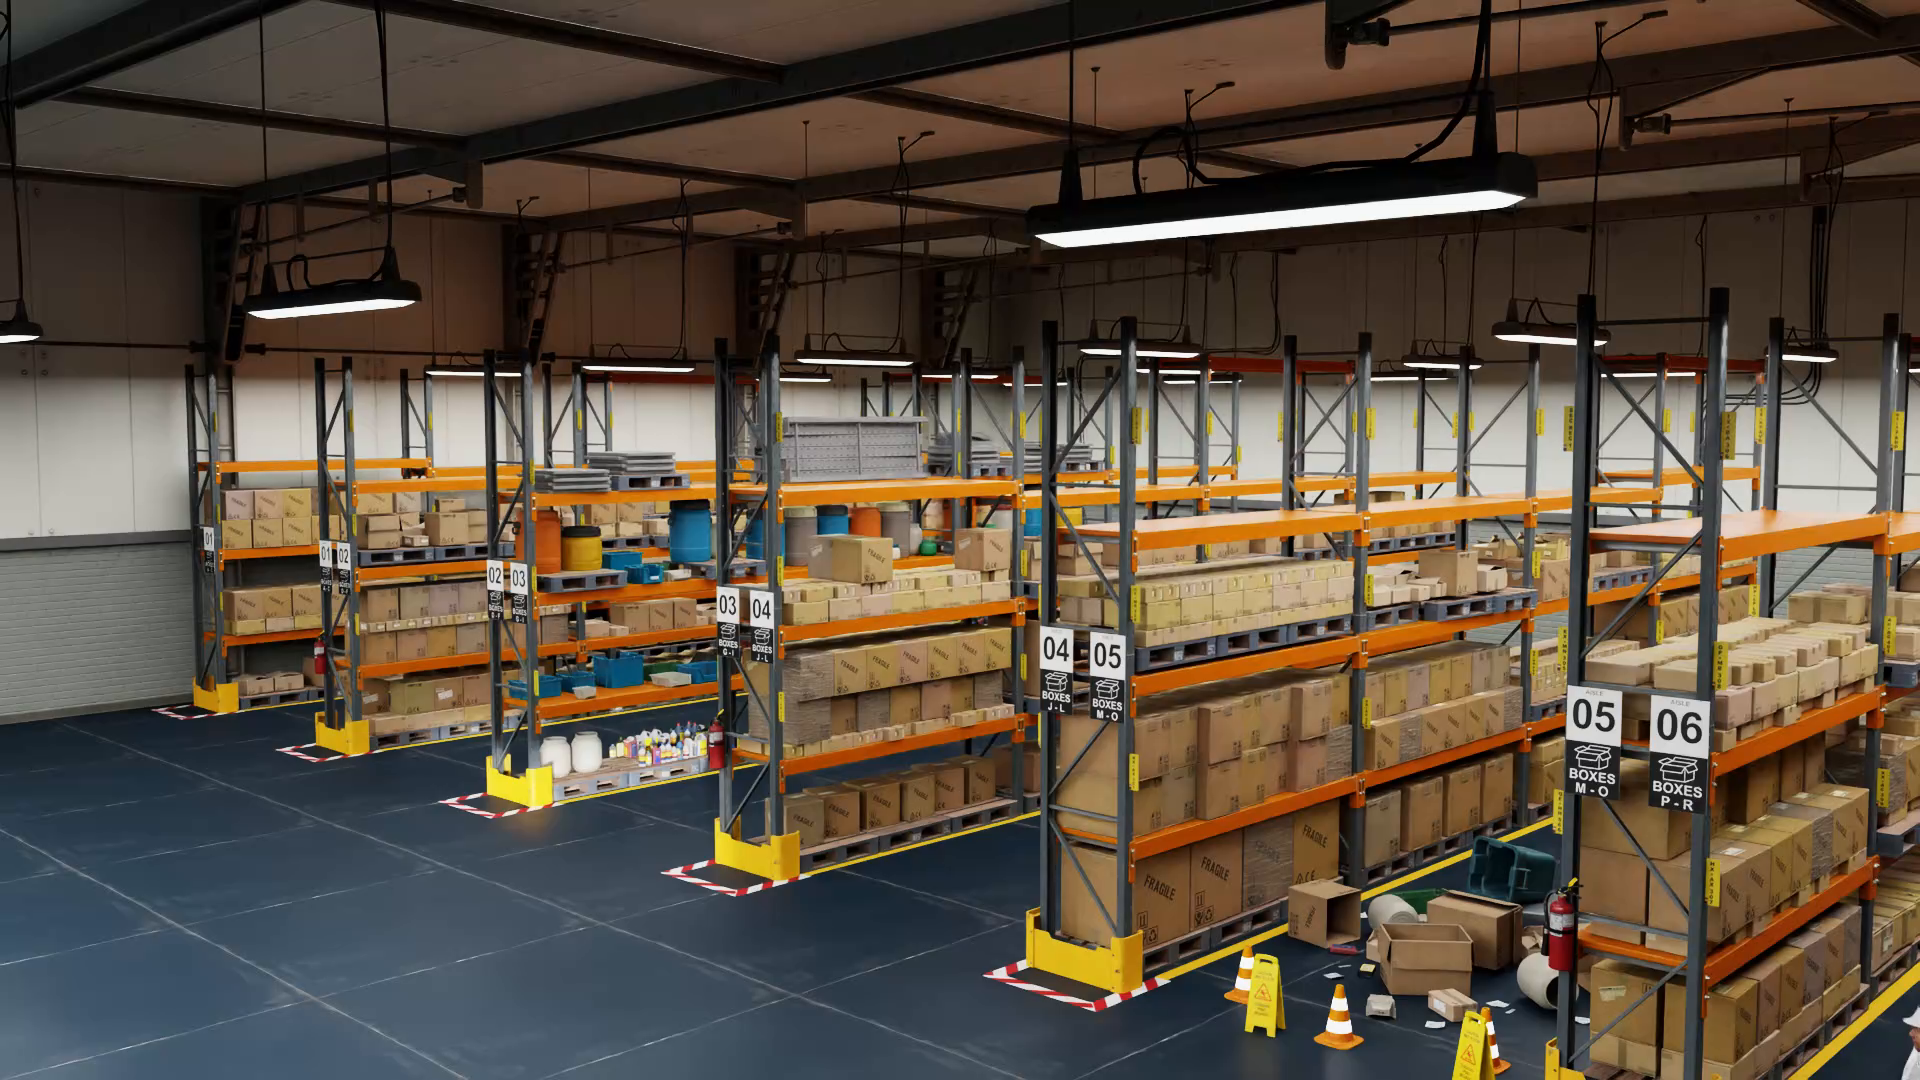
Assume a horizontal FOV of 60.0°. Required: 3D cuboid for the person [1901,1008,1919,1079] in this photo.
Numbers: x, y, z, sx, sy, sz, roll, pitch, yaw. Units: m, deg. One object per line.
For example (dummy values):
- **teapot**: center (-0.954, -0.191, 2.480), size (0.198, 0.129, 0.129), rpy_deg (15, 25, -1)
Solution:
- **person**: center (5.500, 3.547, 9.515), size (0.676, 1.787, 0.645), rpy_deg (0, 4, 3)
